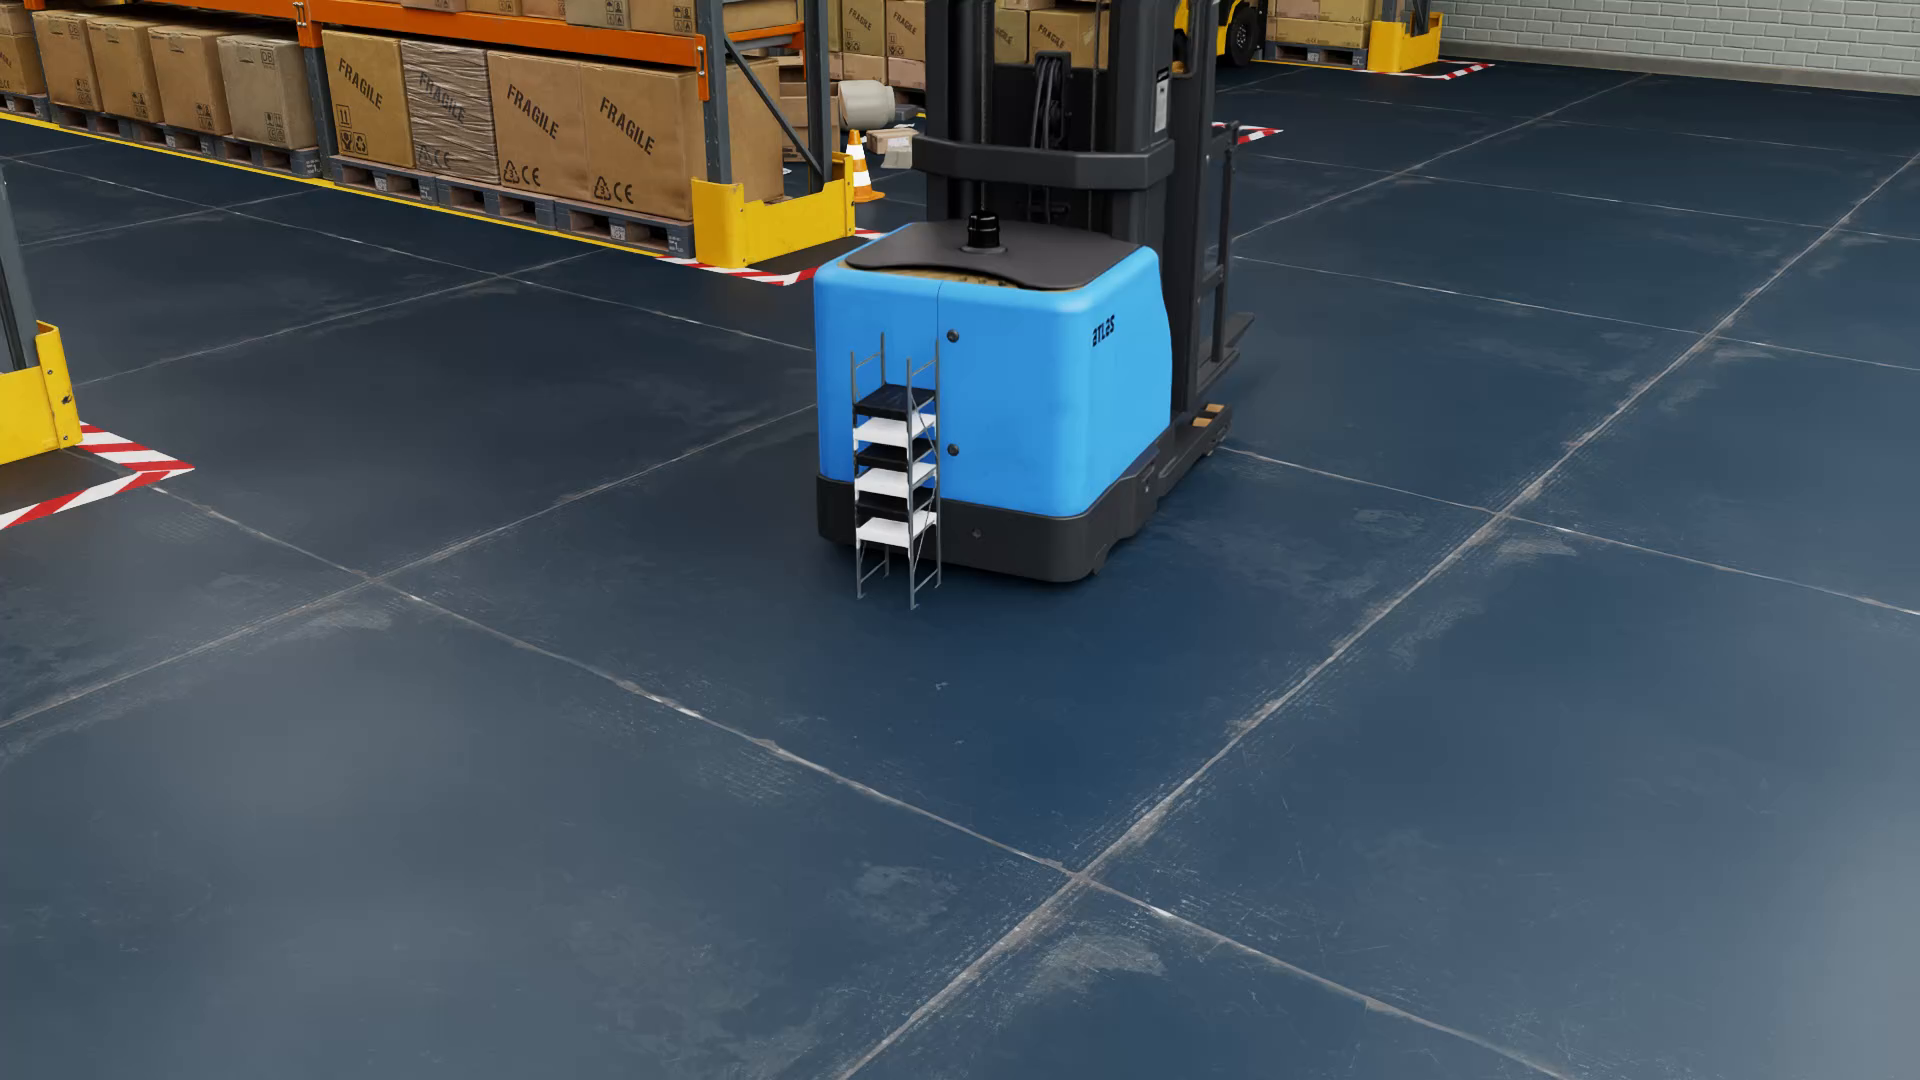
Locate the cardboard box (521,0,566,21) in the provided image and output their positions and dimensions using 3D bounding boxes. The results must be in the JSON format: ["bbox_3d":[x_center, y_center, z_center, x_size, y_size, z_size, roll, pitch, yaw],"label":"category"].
[{"bbox_3d":[-2.308,-3.660,10.651,0.550,0.550,0.875,17,29,33],"label":"cardboard box"}]

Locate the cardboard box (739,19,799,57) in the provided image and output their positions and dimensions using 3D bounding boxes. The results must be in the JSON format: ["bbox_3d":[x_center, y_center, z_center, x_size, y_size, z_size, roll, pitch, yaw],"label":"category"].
[{"bbox_3d":[-1.892,-4.919,16.433,0.625,0.372,0.950,17,29,34],"label":"cardboard box"}]

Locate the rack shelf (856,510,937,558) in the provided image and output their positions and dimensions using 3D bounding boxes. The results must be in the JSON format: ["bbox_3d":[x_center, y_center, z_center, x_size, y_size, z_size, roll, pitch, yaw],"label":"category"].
[{"bbox_3d":[-0.212,-0.034,5.740,0.200,0.077,0.258,10,26,22],"label":"rack shelf"}]

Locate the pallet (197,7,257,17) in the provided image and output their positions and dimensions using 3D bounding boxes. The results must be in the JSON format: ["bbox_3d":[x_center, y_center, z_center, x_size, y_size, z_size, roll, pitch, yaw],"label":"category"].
[{"bbox_3d":[-9.414,-6.966,21.798,1.213,0.211,1.003,17,29,33],"label":"pallet"}]

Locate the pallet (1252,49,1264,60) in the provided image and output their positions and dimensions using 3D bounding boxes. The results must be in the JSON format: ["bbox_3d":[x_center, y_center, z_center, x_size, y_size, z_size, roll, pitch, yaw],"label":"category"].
[{"bbox_3d":[3.095,-5.629,18.764,1.213,0.211,1.003,17,29,33],"label":"pallet"}]

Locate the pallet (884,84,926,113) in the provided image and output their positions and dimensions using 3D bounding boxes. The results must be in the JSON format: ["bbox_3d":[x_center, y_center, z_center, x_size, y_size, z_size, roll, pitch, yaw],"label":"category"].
[{"bbox_3d":[0.068,-4.082,15.252,1.213,0.211,1.003,17,29,33],"label":"pallet"}]

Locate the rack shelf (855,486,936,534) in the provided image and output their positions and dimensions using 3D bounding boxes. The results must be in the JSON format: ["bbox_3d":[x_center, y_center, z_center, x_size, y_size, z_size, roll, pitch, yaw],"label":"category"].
[{"bbox_3d":[-0.212,-0.117,5.704,0.200,0.077,0.258,10,26,22],"label":"rack shelf"}]

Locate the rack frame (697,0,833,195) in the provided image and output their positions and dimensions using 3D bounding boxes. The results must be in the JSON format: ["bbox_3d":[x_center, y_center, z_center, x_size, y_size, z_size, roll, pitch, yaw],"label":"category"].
[{"bbox_3d":[-1.158,-3.215,9.826,0.127,3.000,1.000,17,29,33],"label":"rack frame"}]

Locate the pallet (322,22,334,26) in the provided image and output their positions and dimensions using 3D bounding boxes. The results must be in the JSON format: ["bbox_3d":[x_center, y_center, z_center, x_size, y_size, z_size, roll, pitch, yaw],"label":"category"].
[{"bbox_3d":[-7.210,-6.300,20.286,1.213,0.211,1.003,17,29,33],"label":"pallet"}]

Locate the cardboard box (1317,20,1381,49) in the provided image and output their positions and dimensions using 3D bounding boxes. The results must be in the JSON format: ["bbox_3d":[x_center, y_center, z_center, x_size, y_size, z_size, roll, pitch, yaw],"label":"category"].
[{"bbox_3d":[4.139,-5.384,17.639,0.500,0.250,0.500,17,29,34],"label":"cardboard box"}]

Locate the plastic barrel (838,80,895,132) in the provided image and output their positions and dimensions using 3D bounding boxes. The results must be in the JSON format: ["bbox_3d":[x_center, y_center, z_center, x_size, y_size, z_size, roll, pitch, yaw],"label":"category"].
[{"bbox_3d":[-0.831,-3.668,14.050,0.512,0.421,0.421,-5,24,-12],"label":"plastic barrel"}]

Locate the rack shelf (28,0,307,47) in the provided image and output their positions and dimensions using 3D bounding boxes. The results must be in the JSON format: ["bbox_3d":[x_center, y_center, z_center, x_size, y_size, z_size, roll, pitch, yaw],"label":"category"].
[{"bbox_3d":[-5.959,-4.336,13.264,4.000,0.370,1.077,17,29,33],"label":"rack shelf"}]

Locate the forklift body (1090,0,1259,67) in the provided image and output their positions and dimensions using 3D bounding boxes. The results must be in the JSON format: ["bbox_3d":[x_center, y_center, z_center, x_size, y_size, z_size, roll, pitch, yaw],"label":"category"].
[{"bbox_3d":[2.092,-5.920,17.019,1.214,2.155,2.313,17,29,33],"label":"forklift body"}]

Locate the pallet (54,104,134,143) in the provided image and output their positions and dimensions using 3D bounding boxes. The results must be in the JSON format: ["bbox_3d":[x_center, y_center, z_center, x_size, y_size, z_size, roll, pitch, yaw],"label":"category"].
[{"bbox_3d":[-6.974,-3.658,14.291,1.213,0.211,1.003,17,29,33],"label":"pallet"}]

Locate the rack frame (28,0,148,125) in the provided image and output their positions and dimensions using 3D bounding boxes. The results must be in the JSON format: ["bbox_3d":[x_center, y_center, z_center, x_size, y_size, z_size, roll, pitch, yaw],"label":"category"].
[{"bbox_3d":[-7.559,-5.149,14.217,0.127,3.000,1.000,17,29,33],"label":"rack frame"}]

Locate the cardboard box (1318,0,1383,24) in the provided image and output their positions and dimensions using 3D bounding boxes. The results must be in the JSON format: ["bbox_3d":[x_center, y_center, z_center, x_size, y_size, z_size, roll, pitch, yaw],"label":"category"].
[{"bbox_3d":[4.127,-5.618,17.550,0.500,0.250,0.500,16,29,33],"label":"cardboard box"}]

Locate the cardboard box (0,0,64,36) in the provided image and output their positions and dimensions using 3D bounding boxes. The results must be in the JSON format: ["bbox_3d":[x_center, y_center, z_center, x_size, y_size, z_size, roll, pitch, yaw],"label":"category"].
[{"bbox_3d":[-8.264,-4.621,14.668,0.500,0.250,0.500,16,28,32],"label":"cardboard box"}]

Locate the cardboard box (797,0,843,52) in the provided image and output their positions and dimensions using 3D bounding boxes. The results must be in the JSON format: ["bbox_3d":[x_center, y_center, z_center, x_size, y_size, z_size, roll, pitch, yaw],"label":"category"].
[{"bbox_3d":[-1.161,-4.851,15.498,0.500,0.500,0.500,18,30,36],"label":"cardboard box"}]

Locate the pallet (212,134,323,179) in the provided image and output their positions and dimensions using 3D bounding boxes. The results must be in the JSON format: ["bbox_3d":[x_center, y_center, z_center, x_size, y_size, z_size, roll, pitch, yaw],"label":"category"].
[{"bbox_3d":[-5.021,-3.068,12.952,1.213,0.211,1.003,17,29,33],"label":"pallet"}]

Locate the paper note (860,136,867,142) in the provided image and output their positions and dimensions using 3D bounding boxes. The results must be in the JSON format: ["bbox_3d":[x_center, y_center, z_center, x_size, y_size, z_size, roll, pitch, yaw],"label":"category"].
[{"bbox_3d":[-0.810,-3.312,13.744,0.148,0.019,0.142,-15,28,-30],"label":"paper note"}]

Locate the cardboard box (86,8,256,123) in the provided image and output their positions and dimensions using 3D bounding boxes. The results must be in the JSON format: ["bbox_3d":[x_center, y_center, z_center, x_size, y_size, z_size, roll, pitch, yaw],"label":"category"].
[{"bbox_3d":[-6.424,-3.925,13.708,0.750,0.750,1.050,17,29,34],"label":"cardboard box"}]

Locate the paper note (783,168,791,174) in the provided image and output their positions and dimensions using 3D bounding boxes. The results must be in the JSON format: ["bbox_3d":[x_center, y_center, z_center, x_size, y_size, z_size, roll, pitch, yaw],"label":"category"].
[{"bbox_3d":[-1.361,-2.772,12.506,0.144,0.017,0.142,-15,28,-30],"label":"paper note"}]

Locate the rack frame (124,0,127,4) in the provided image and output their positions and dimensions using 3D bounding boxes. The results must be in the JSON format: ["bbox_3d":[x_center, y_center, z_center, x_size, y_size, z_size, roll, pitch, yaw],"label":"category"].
[{"bbox_3d":[-11.073,-8.705,22.287,0.127,3.000,1.000,17,29,33],"label":"rack frame"}]

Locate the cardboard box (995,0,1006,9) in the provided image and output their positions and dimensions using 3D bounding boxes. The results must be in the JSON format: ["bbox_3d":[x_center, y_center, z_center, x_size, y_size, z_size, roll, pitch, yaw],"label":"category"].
[{"bbox_3d":[0.399,-4.649,14.235,0.250,0.149,0.380,17,29,34],"label":"cardboard box"}]

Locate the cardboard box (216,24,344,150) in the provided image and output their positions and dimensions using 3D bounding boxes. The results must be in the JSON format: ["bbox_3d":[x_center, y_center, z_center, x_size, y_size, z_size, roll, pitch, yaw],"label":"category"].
[{"bbox_3d":[-4.909,-3.466,12.665,0.750,0.750,1.050,17,29,33],"label":"cardboard box"}]

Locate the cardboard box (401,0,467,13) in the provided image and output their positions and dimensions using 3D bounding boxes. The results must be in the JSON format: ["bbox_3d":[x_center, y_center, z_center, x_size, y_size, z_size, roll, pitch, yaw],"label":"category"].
[{"bbox_3d":[-3.241,-3.871,11.129,0.550,0.550,0.875,17,29,33],"label":"cardboard box"}]

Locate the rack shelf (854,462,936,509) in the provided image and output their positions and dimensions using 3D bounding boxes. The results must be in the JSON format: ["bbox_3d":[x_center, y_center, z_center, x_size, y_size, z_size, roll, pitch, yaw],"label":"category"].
[{"bbox_3d":[-0.213,-0.199,5.668,0.200,0.077,0.258,10,26,22],"label":"rack shelf"}]

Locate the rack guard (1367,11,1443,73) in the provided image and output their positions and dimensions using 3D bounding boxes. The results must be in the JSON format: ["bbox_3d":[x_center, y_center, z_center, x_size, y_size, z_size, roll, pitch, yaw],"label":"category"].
[{"bbox_3d":[4.723,-5.289,17.634,0.348,0.500,1.175,17,29,33],"label":"rack guard"}]

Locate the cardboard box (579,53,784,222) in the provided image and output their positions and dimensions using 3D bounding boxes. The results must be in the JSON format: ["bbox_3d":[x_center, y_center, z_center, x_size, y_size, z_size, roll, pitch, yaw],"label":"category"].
[{"bbox_3d":[-1.740,-2.577,10.493,0.875,0.875,0.875,17,29,34],"label":"cardboard box"}]

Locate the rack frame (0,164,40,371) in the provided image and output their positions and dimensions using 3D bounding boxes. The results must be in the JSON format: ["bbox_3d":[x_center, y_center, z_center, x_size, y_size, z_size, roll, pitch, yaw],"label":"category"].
[{"bbox_3d":[-4.213,-1.639,6.249,0.127,3.000,1.000,17,29,33],"label":"rack frame"}]

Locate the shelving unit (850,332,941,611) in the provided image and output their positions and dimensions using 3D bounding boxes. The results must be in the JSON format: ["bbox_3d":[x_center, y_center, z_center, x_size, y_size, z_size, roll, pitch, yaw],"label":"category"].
[{"bbox_3d":[-0.213,-0.229,5.654,0.210,0.900,0.258,10,26,22],"label":"shelving unit"}]

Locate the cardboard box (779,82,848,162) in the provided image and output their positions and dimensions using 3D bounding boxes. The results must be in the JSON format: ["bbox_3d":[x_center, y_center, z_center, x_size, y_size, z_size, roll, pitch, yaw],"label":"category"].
[{"bbox_3d":[-1.194,-3.302,13.120,0.637,0.503,0.797,-1,24,-3],"label":"cardboard box"}]

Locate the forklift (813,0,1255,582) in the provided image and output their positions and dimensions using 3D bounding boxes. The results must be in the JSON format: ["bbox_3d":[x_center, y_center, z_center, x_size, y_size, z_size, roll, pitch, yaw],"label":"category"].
[{"bbox_3d":[0.537,-1.758,6.605,1.130,2.935,3.031,10,26,22],"label":"forklift"}]

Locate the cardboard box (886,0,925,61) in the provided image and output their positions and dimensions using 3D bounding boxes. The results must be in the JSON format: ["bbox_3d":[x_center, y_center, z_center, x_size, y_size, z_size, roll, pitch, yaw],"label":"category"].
[{"bbox_3d":[-0.311,-4.599,14.927,0.500,0.500,0.500,19,30,36],"label":"cardboard box"}]

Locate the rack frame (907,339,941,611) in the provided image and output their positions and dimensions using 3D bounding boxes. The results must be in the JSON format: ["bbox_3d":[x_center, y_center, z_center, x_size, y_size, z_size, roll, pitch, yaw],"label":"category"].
[{"bbox_3d":[-0.120,-0.213,5.616,0.006,0.900,0.240,10,26,22],"label":"rack frame"}]

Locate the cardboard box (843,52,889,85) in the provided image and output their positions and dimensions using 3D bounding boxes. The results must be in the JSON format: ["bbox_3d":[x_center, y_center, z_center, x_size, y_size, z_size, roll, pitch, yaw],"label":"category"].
[{"bbox_3d":[-0.727,-4.382,15.365,0.500,0.250,0.500,19,30,36],"label":"cardboard box"}]

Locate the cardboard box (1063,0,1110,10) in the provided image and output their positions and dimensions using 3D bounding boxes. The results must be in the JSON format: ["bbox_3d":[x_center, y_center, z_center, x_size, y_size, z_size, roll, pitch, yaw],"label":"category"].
[{"bbox_3d":[1.231,-4.403,14.482,0.500,0.500,0.500,16,28,32],"label":"cardboard box"}]

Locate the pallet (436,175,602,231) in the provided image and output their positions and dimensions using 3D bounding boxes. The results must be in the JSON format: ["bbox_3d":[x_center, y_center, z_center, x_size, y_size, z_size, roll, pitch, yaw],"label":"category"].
[{"bbox_3d":[-2.817,-2.402,11.440,1.213,0.211,1.003,17,29,33],"label":"pallet"}]

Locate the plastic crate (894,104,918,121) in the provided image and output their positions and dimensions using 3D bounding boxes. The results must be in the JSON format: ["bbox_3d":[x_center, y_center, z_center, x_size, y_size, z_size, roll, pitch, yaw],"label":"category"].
[{"bbox_3d":[-0.706,-3.823,14.828,0.583,0.080,0.402,7,25,15],"label":"plastic crate"}]

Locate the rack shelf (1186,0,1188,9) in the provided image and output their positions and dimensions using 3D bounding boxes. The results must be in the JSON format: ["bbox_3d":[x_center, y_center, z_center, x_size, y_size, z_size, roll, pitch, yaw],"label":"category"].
[{"bbox_3d":[0.130,-4.991,14.749,4.000,0.370,1.077,17,29,33],"label":"rack shelf"}]

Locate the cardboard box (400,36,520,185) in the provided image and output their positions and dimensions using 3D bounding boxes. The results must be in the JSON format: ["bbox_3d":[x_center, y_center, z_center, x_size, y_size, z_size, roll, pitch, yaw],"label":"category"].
[{"bbox_3d":[-3.174,-3.010,11.477,0.875,0.875,0.875,17,29,34],"label":"cardboard box"}]

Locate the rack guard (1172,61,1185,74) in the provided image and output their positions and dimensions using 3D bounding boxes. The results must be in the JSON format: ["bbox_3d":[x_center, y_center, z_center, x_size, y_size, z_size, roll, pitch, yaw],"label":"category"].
[{"bbox_3d":[1.669,-3.711,14.052,0.348,0.500,1.175,17,29,33],"label":"rack guard"}]

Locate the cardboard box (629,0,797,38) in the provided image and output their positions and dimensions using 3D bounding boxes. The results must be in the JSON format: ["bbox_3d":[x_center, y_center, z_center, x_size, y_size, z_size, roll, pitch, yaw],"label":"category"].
[{"bbox_3d":[-1.482,-3.358,9.966,0.550,0.550,0.875,17,29,33],"label":"cardboard box"}]

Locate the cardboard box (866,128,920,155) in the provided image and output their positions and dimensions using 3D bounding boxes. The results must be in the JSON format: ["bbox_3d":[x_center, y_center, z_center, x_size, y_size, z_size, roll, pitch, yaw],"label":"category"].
[{"bbox_3d":[-0.530,-3.197,13.321,0.380,0.149,0.250,-10,26,-21],"label":"cardboard box"}]

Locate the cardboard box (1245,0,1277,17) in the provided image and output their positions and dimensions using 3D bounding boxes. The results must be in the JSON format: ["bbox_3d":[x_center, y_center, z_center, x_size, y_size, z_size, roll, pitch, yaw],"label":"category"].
[{"bbox_3d":[3.306,-5.861,18.101,0.500,0.250,0.500,16,28,32],"label":"cardboard box"}]

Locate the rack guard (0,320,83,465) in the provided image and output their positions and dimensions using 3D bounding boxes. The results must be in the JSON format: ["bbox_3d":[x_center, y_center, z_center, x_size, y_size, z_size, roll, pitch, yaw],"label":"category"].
[{"bbox_3d":[-4.274,-0.513,6.795,0.348,0.500,1.175,17,29,33],"label":"rack guard"}]

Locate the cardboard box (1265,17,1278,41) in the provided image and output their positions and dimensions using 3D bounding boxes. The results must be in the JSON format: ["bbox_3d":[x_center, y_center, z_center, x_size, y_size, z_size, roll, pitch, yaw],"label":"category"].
[{"bbox_3d":[3.351,-5.631,18.200,0.500,0.250,0.500,17,29,34],"label":"cardboard box"}]

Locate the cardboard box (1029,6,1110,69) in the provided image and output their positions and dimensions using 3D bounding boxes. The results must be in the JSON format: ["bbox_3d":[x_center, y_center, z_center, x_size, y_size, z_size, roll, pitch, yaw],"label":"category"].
[{"bbox_3d":[0.933,-4.223,14.073,0.500,0.500,0.500,17,29,34],"label":"cardboard box"}]
